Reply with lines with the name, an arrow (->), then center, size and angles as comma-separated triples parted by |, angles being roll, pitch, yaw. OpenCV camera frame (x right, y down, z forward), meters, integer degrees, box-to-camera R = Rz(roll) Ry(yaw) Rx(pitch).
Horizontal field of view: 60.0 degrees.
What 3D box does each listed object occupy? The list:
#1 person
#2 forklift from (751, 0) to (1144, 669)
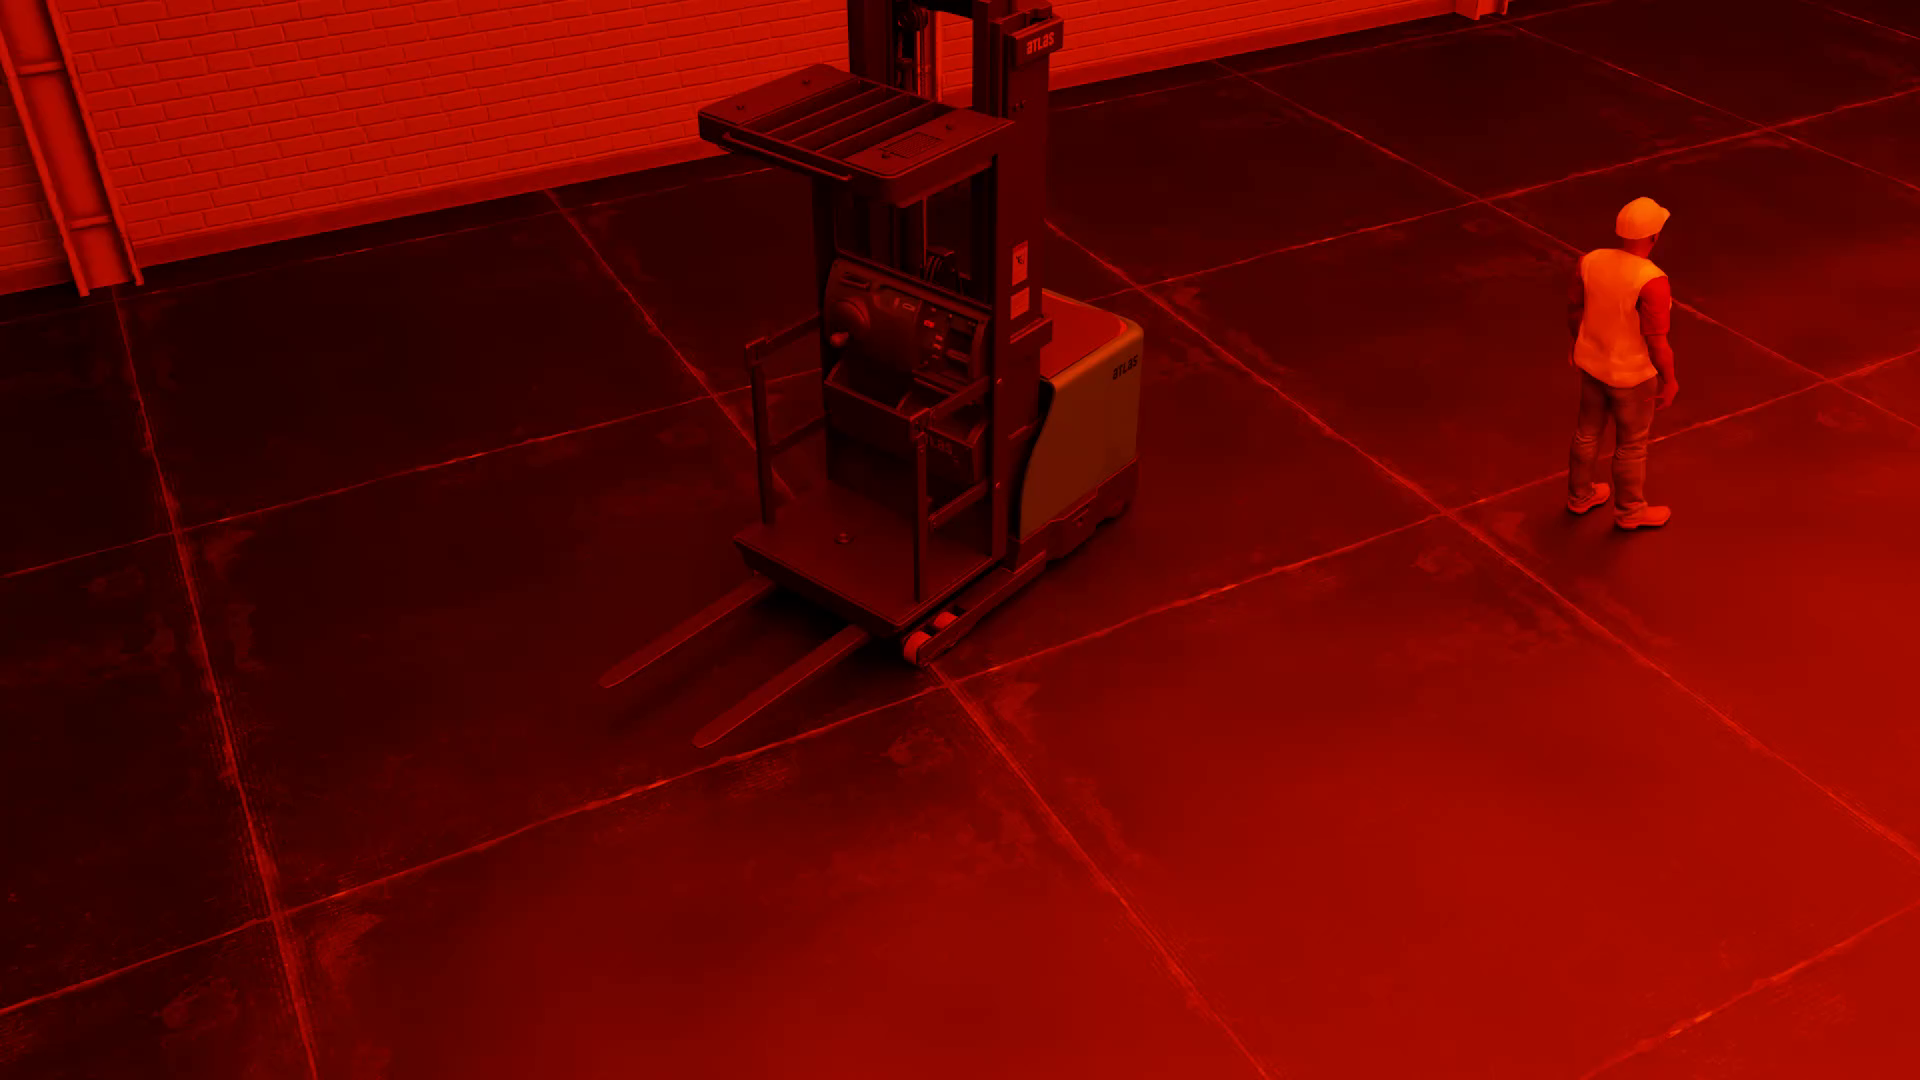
person -> 3.373, -0.902, 8.396 | 0.575, 1.768, 0.665 | -17, 39, -22
forklift -> -0.040, -1.133, 7.803 | 1.129, 2.843, 1.939 | 26, 43, 31
